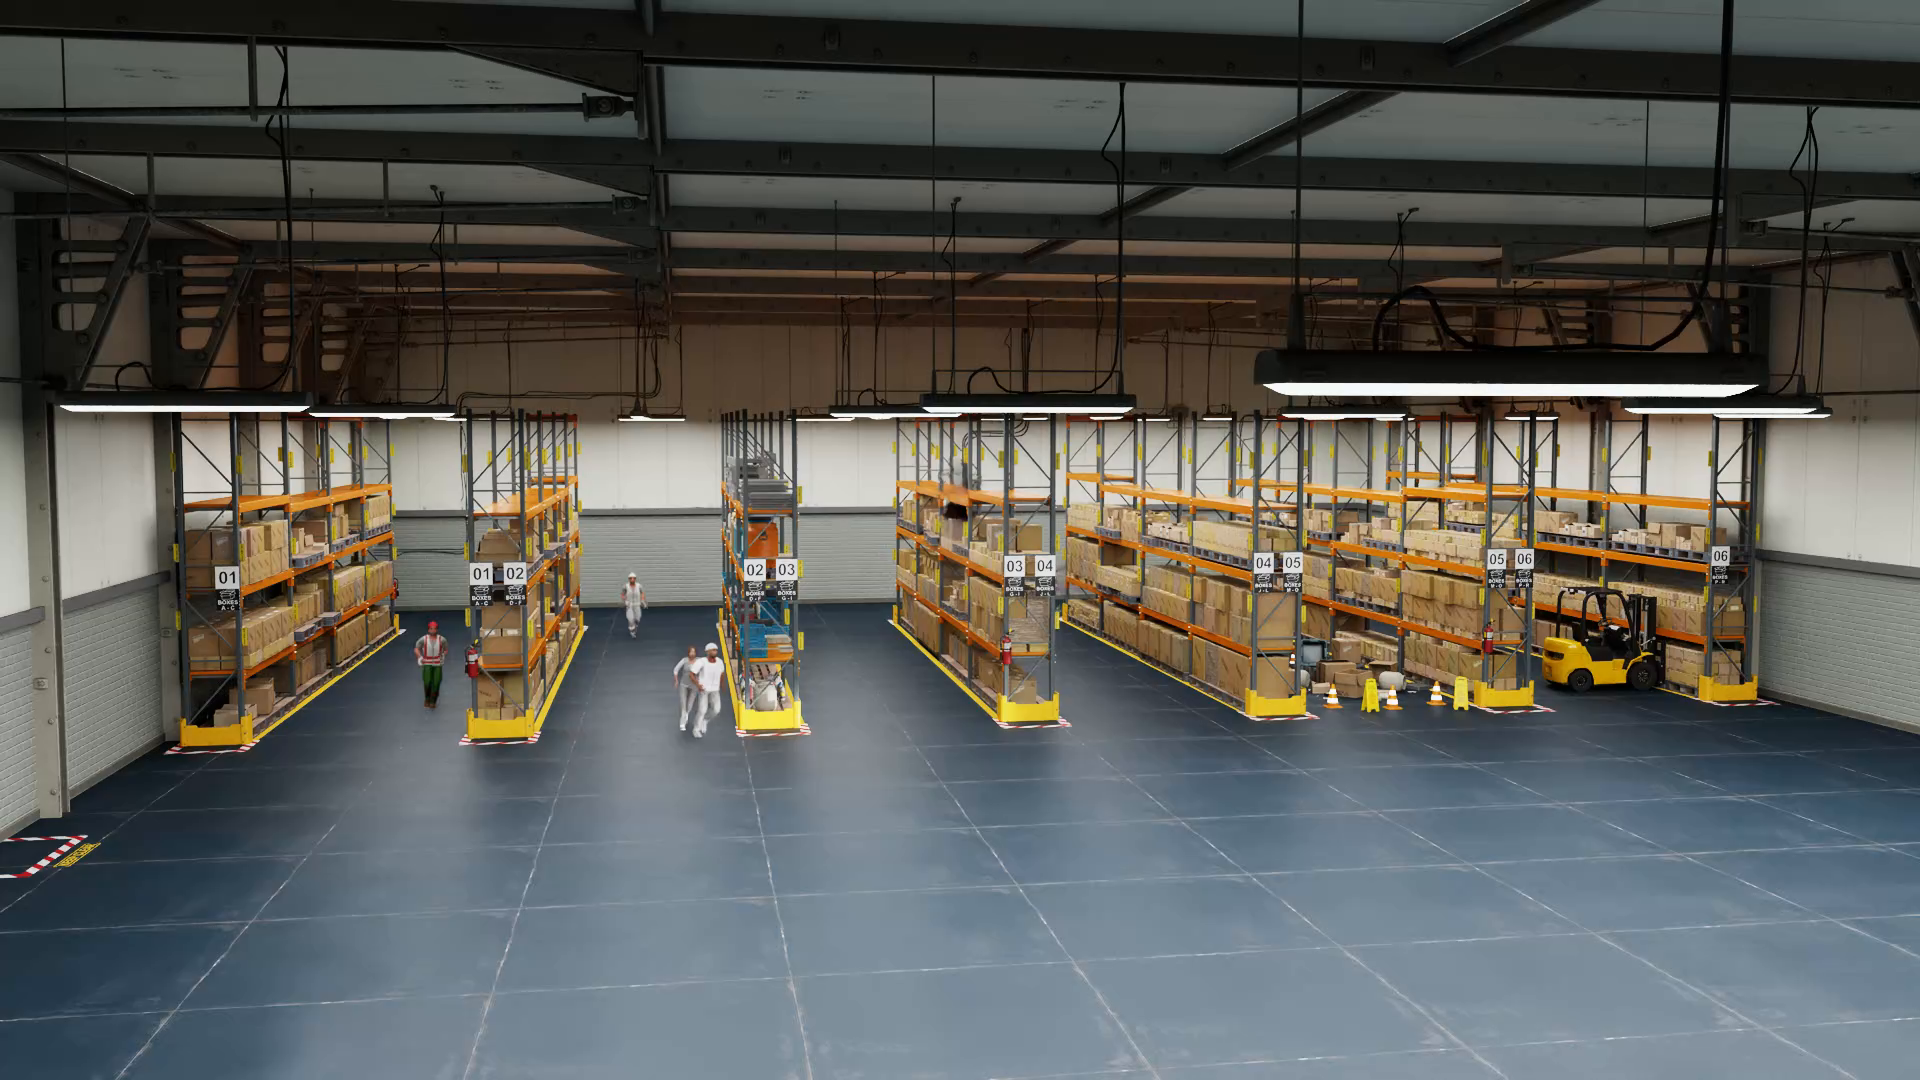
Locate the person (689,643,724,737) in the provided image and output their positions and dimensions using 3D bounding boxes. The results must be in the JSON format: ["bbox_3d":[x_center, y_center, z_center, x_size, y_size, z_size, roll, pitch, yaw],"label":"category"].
[{"bbox_3d":[-4.581,2.742,30.503,0.763,1.701,0.515,-3,5,-35],"label":"person"}]

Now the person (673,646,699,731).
[{"bbox_3d":[-5.102,2.775,31.319,0.580,1.556,0.714,-1,4,-11],"label":"person"}]

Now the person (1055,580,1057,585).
[{"bbox_3d":[2.438,1.499,49.650,0.769,1.538,0.690,-1,4,-11],"label":"person"}]

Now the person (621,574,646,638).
[{"bbox_3d":[-8.757,1.755,44.572,0.658,1.732,0.637,-1,4,-18],"label":"person"}]

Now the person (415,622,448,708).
[{"bbox_3d":[-10.556,2.511,33.288,0.633,1.740,0.619,-2,4,-23],"label":"person"}]
